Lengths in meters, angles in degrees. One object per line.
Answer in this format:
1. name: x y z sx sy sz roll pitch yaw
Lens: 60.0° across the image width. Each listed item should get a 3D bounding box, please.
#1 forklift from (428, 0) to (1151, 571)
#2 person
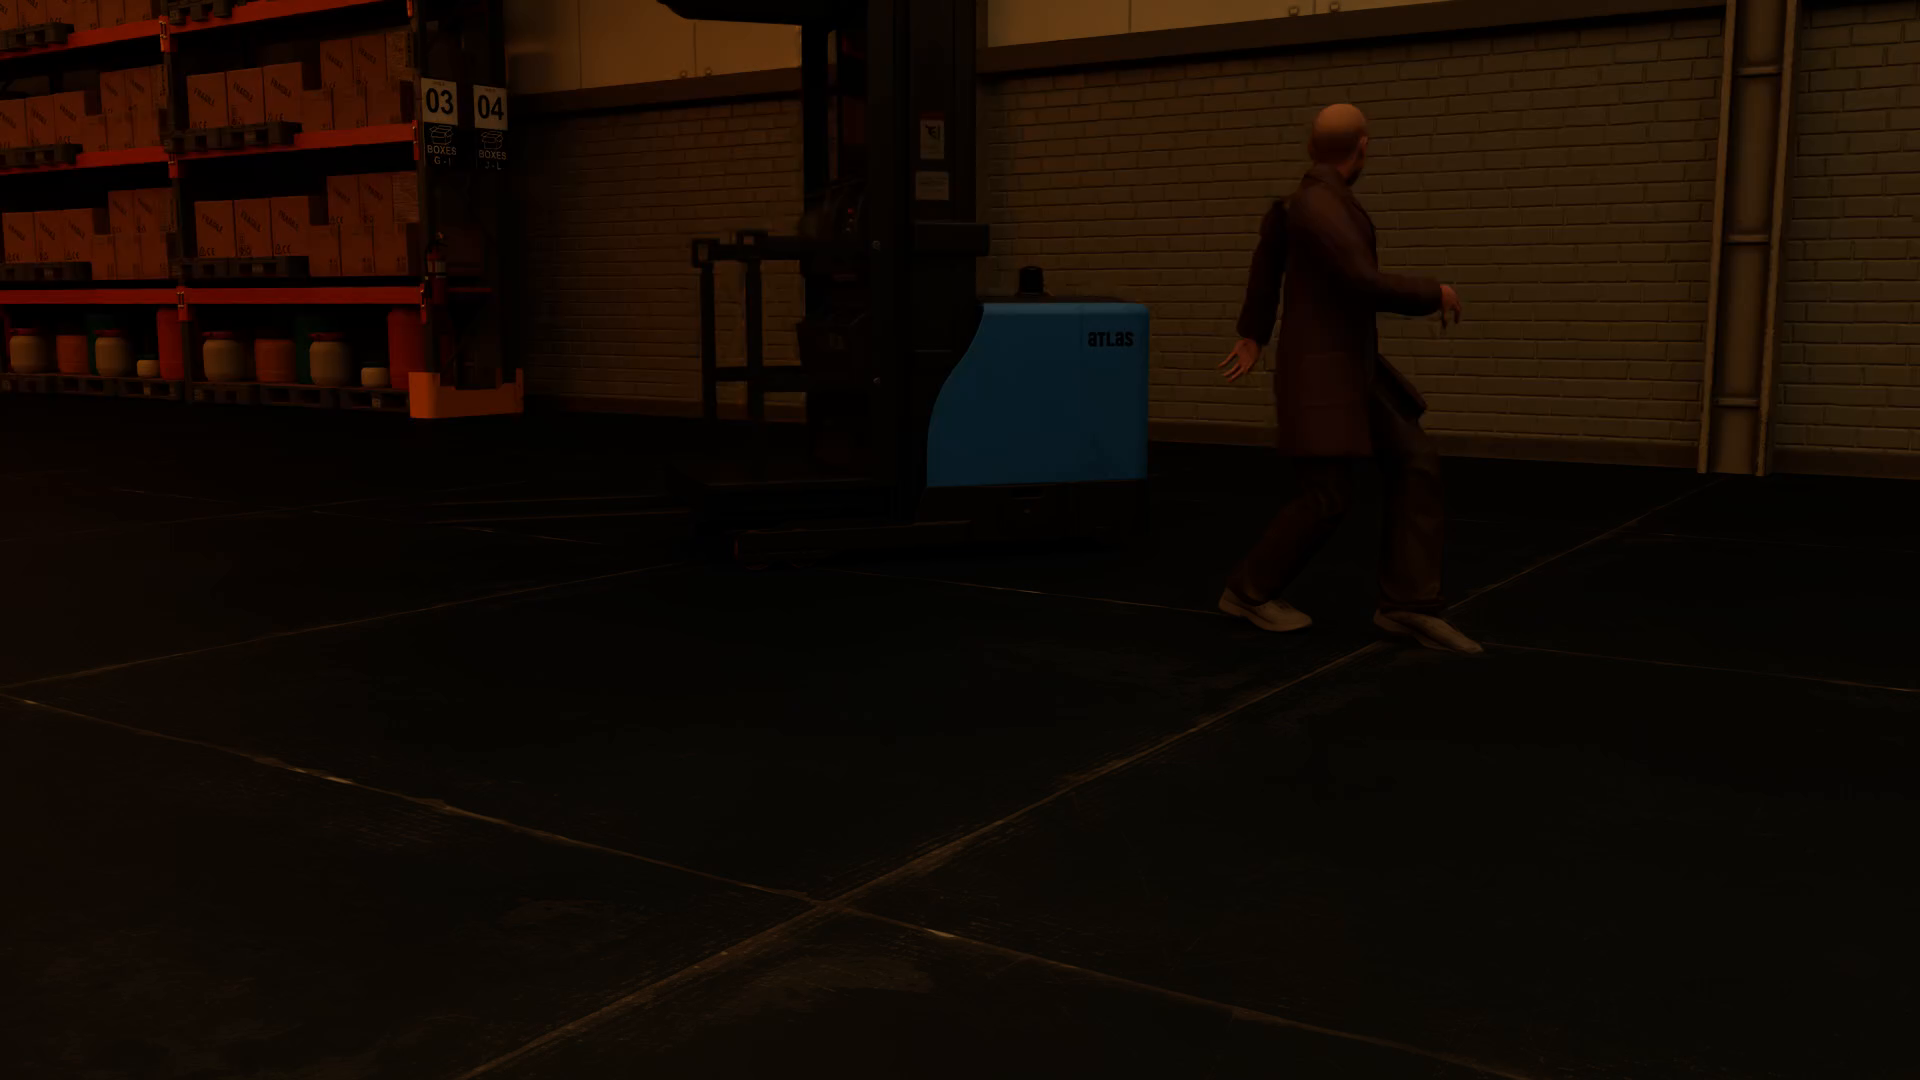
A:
1. forklift: -0.733 -1.410 7.111 3.031 2.935 1.130 -3 9 -19
2. person: 1.229 -0.522 5.356 1.009 1.727 0.613 5 10 32
